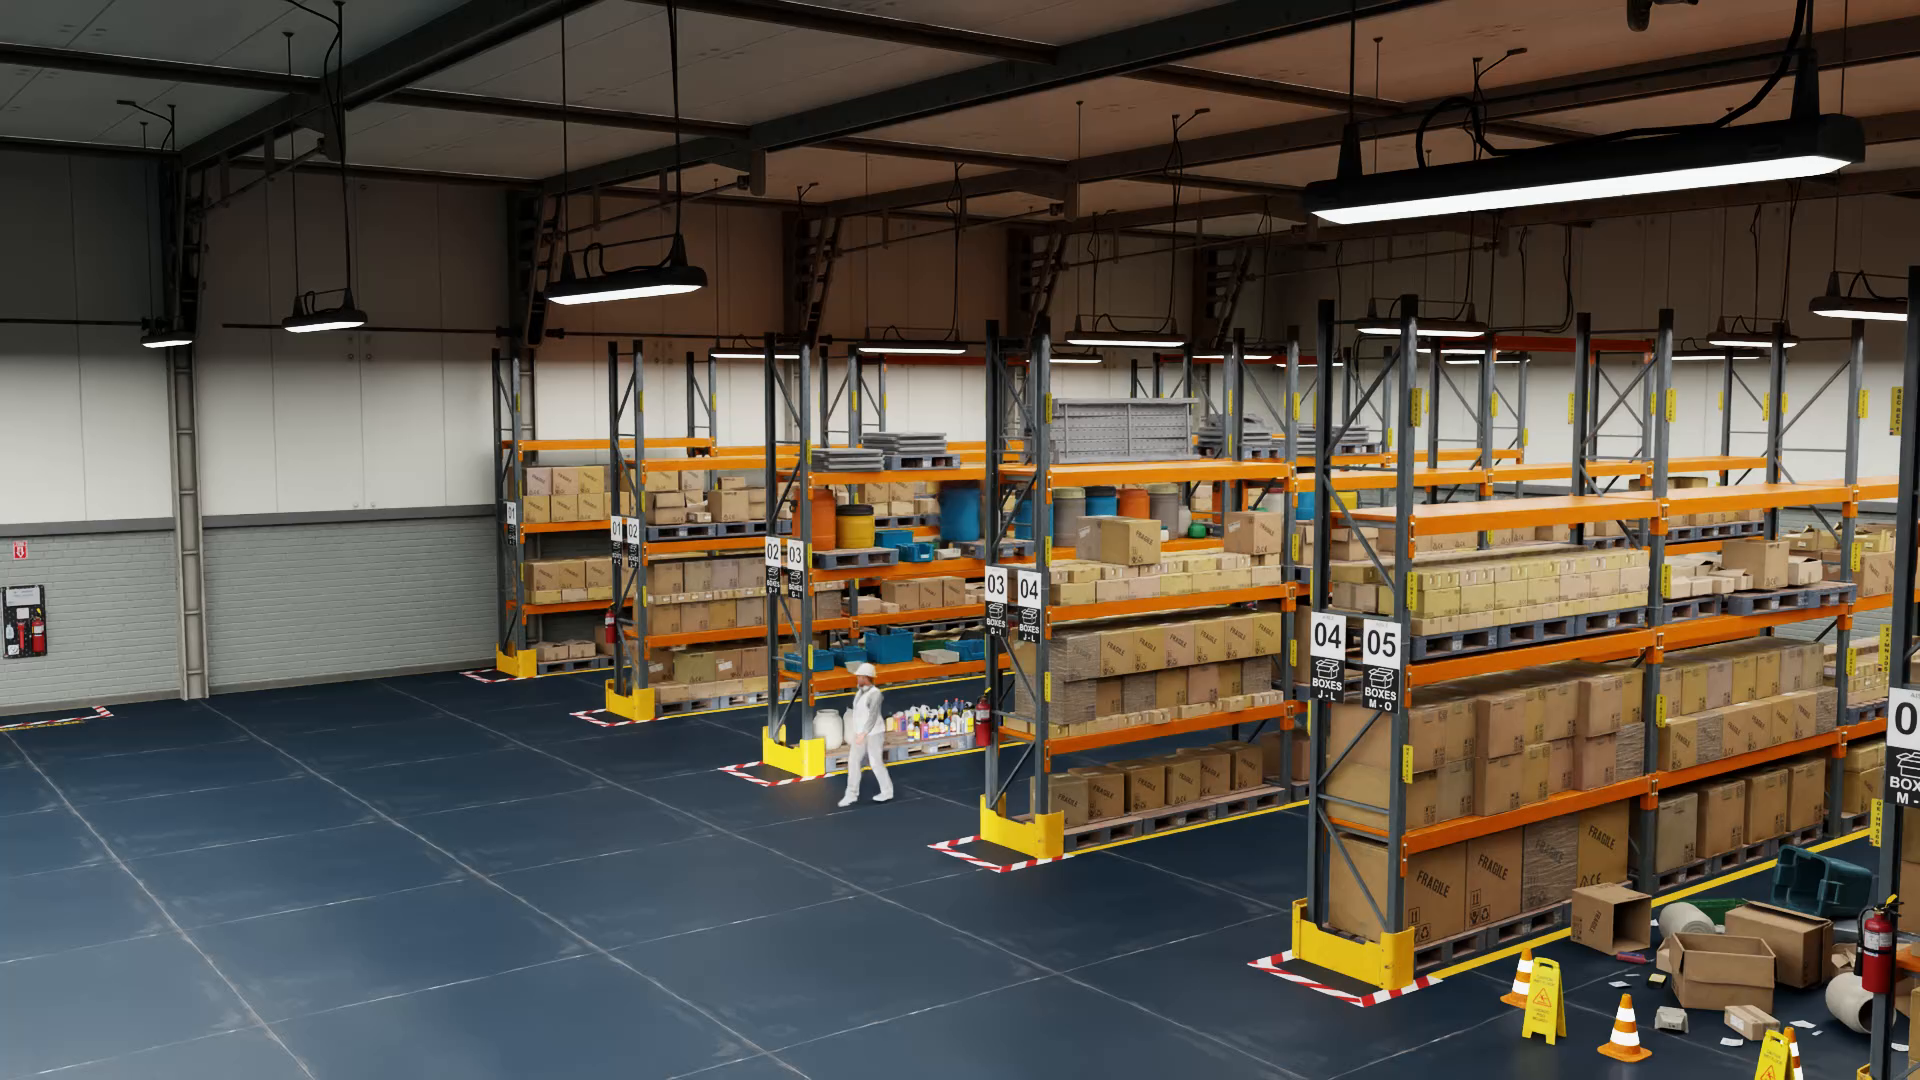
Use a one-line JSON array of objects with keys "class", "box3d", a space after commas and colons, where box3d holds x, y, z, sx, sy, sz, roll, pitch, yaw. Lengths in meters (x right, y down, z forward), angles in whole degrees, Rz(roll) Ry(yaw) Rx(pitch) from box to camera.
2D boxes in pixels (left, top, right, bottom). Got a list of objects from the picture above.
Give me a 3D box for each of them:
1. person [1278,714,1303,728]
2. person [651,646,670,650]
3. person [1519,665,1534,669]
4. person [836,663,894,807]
[{"class": "person", "box3d": [4.805, 2.224, 23.959, 0.726, 1.688, 0.709, -3, 6, -27]}, {"class": "person", "box3d": [-5.241, 1.755, 28.929, 0.451, 1.726, 0.595, -5, 7, -42]}, {"class": "person", "box3d": [7.395, 2.347, 21.902, 1.034, 1.724, 0.576, -4, 6, -36]}, {"class": "person", "box3d": [-1.206, 2.459, 20.980, 0.766, 1.804, 0.564, -3, 6, -32]}]
